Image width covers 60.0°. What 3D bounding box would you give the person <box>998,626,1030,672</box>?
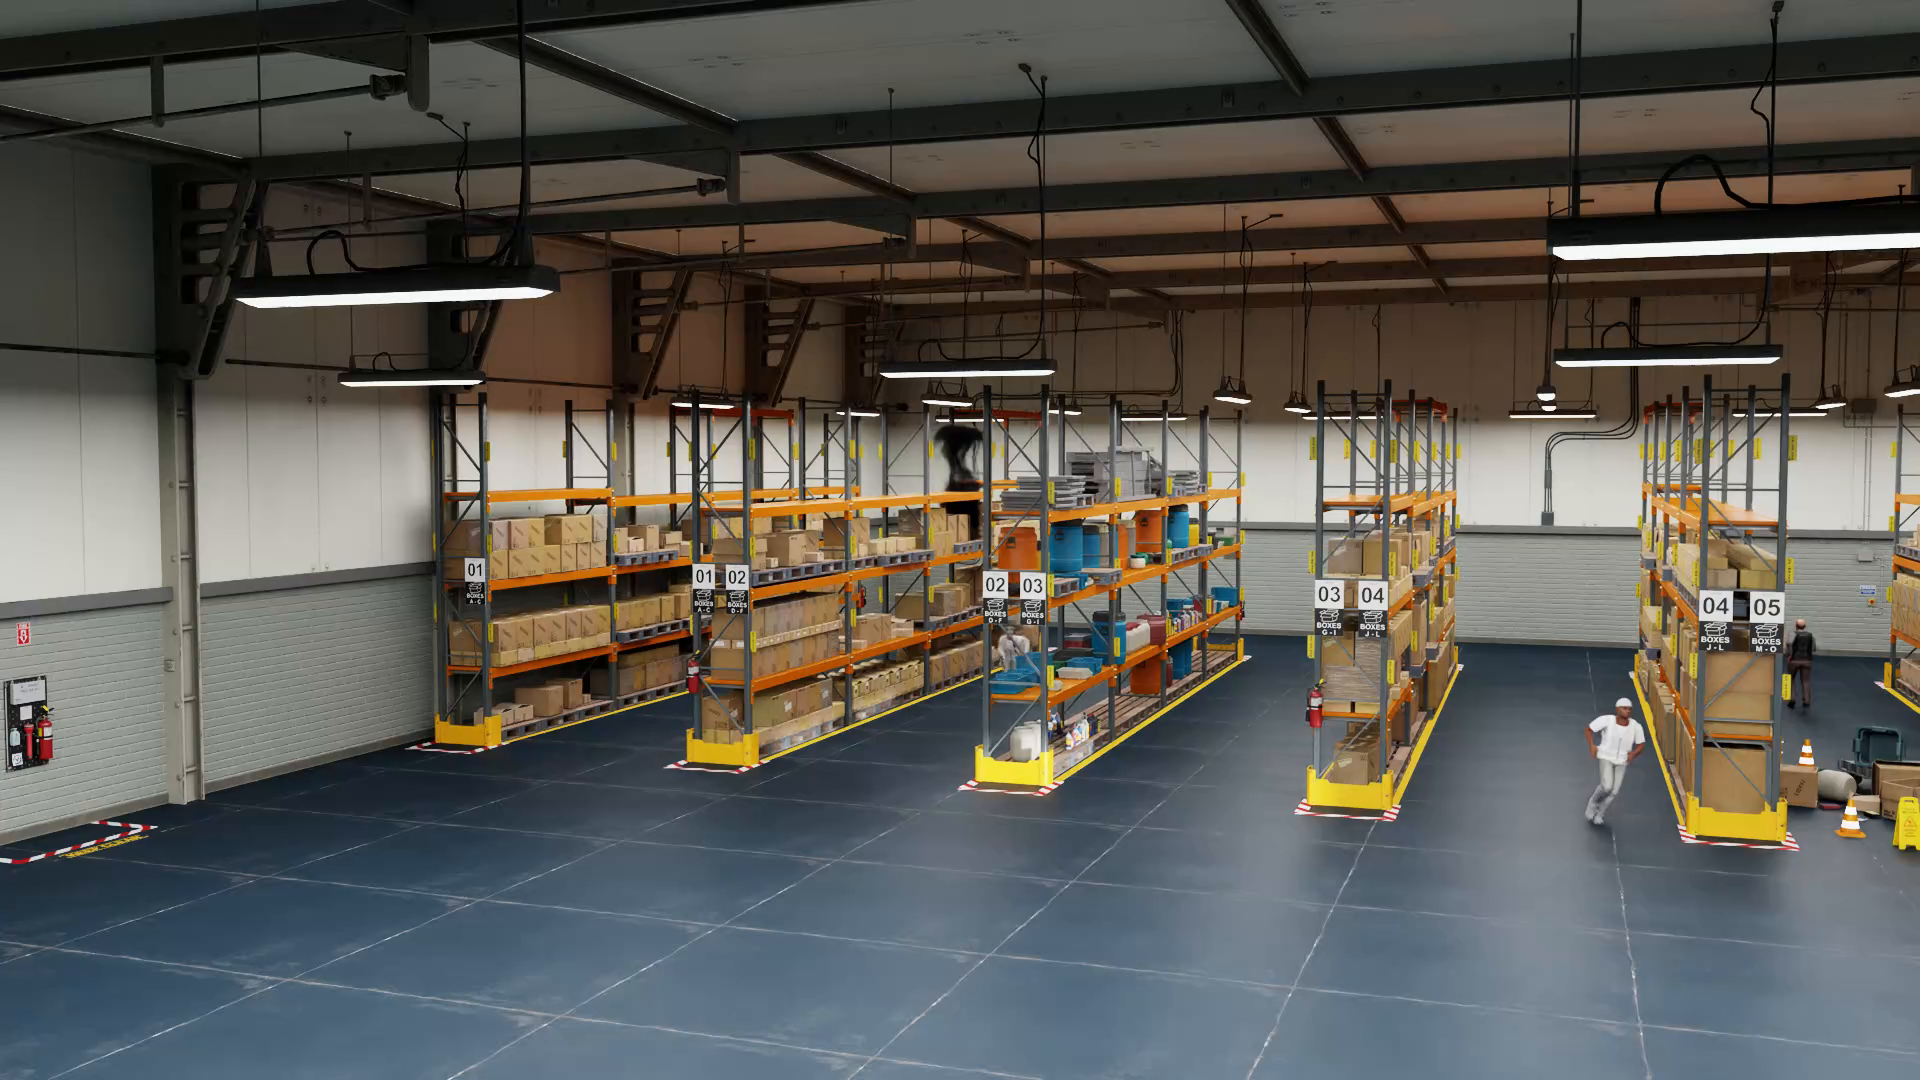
[{"bbox_3d":[1.086,2.473,33.706,0.639,1.491,0.749,1,3,15],"label":"person"}]

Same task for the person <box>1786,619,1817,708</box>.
[{"bbox_3d":[16.331,2.427,32.312,0.599,1.769,0.831,1,3,16],"label":"person"}]

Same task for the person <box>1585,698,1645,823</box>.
[{"bbox_3d":[8.786,2.960,22.248,0.720,1.711,0.571,0,3,3],"label":"person"}]
